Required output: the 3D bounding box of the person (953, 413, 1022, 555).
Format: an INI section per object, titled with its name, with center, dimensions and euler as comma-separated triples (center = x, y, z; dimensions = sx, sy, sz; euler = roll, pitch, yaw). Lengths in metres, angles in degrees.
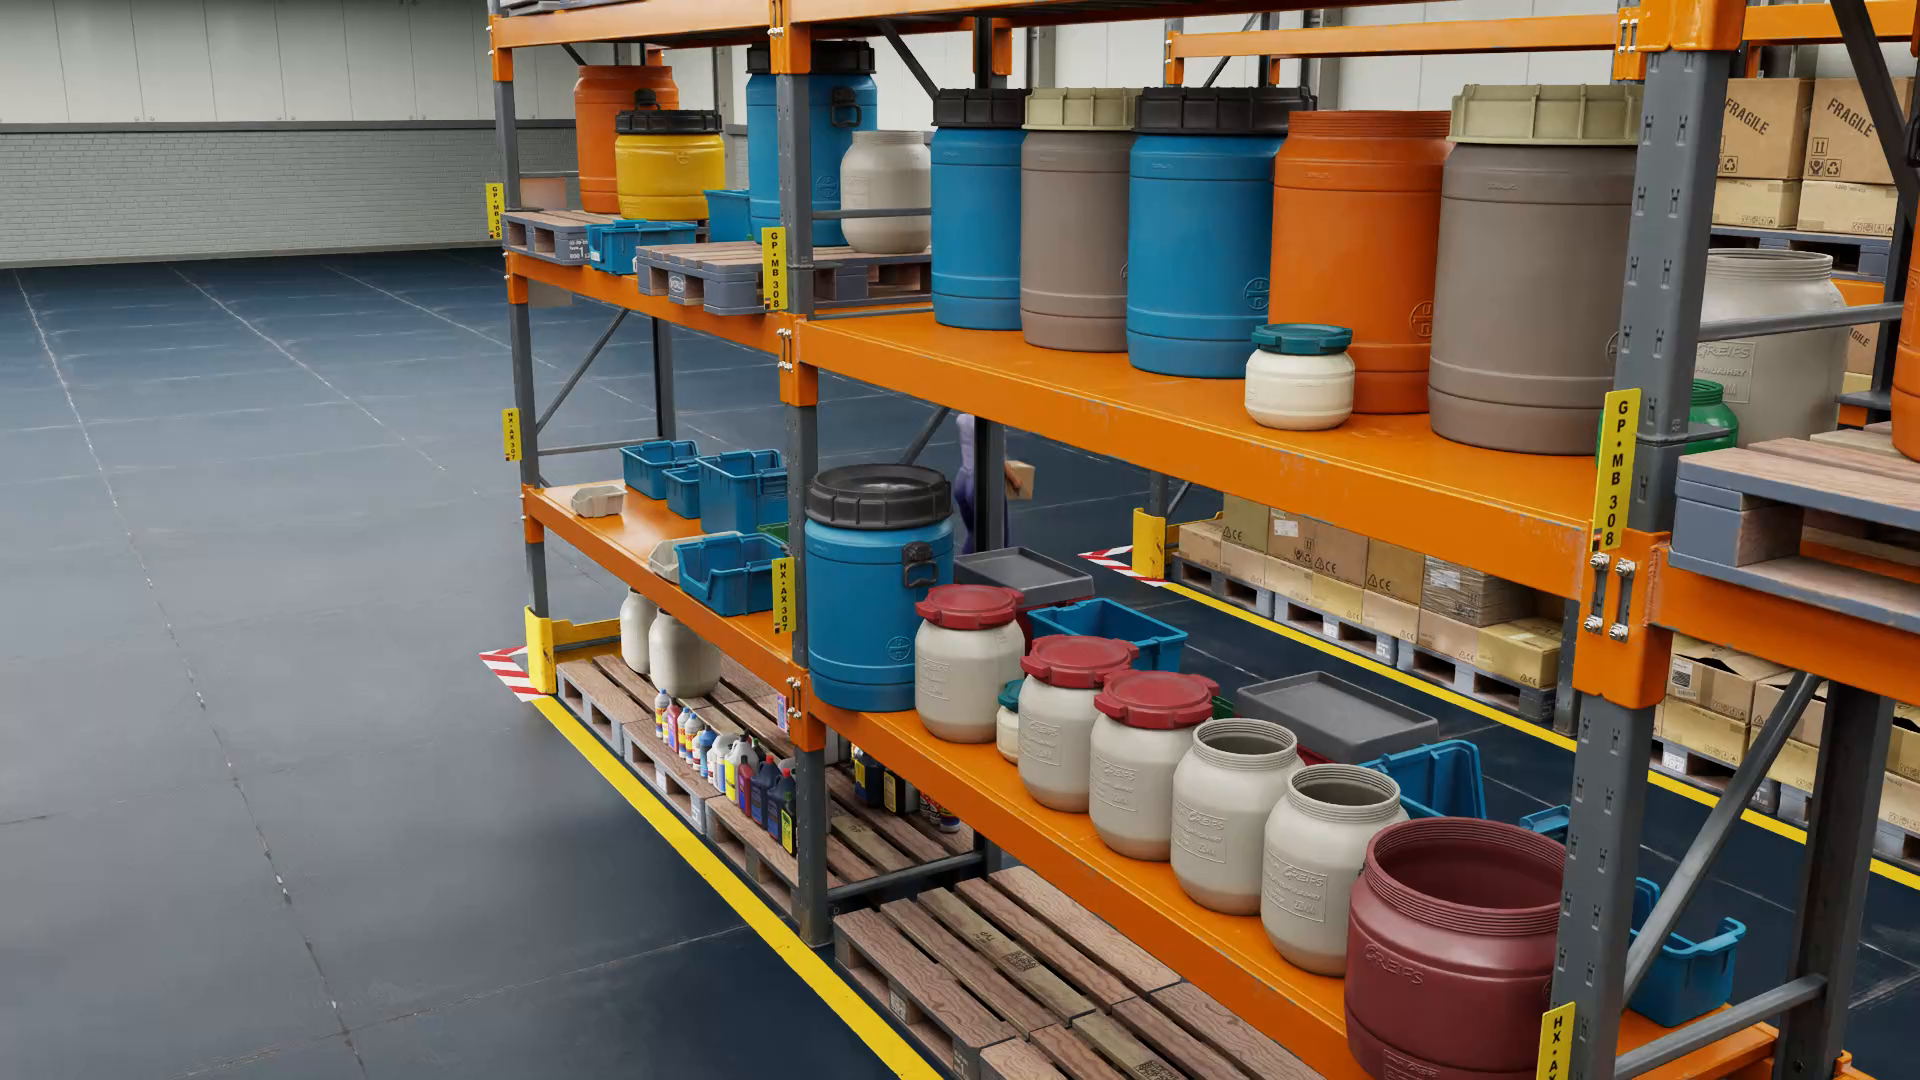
[person]
center = 0.208, -0.376, 12.429
dimensions = 0.463, 1.655, 0.494
euler = -9, 17, -30
